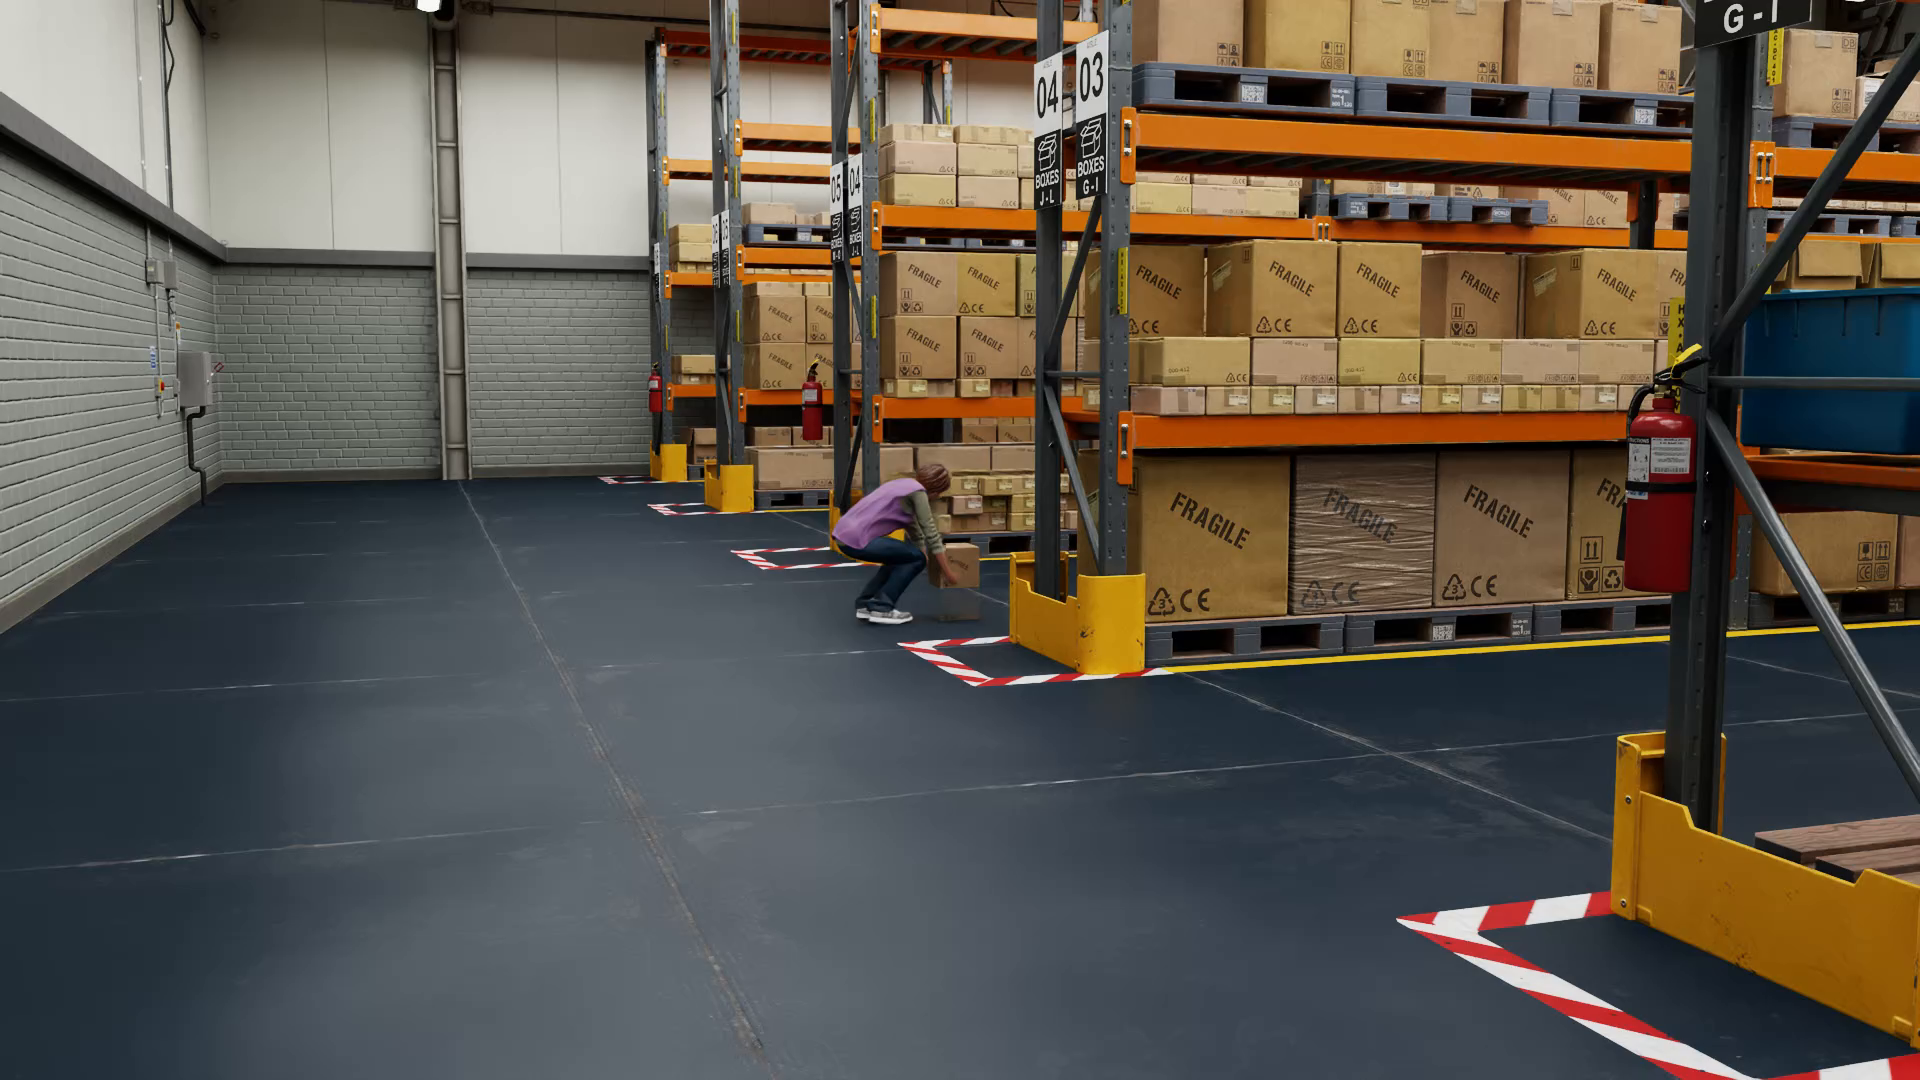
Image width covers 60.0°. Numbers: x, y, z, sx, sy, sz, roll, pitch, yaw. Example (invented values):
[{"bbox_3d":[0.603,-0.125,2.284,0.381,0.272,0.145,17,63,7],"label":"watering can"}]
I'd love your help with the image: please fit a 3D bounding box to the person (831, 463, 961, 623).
[{"bbox_3d":[-0.408,0.017,10.182,0.782,0.960,0.446,-2,6,-19],"label":"person"}]
